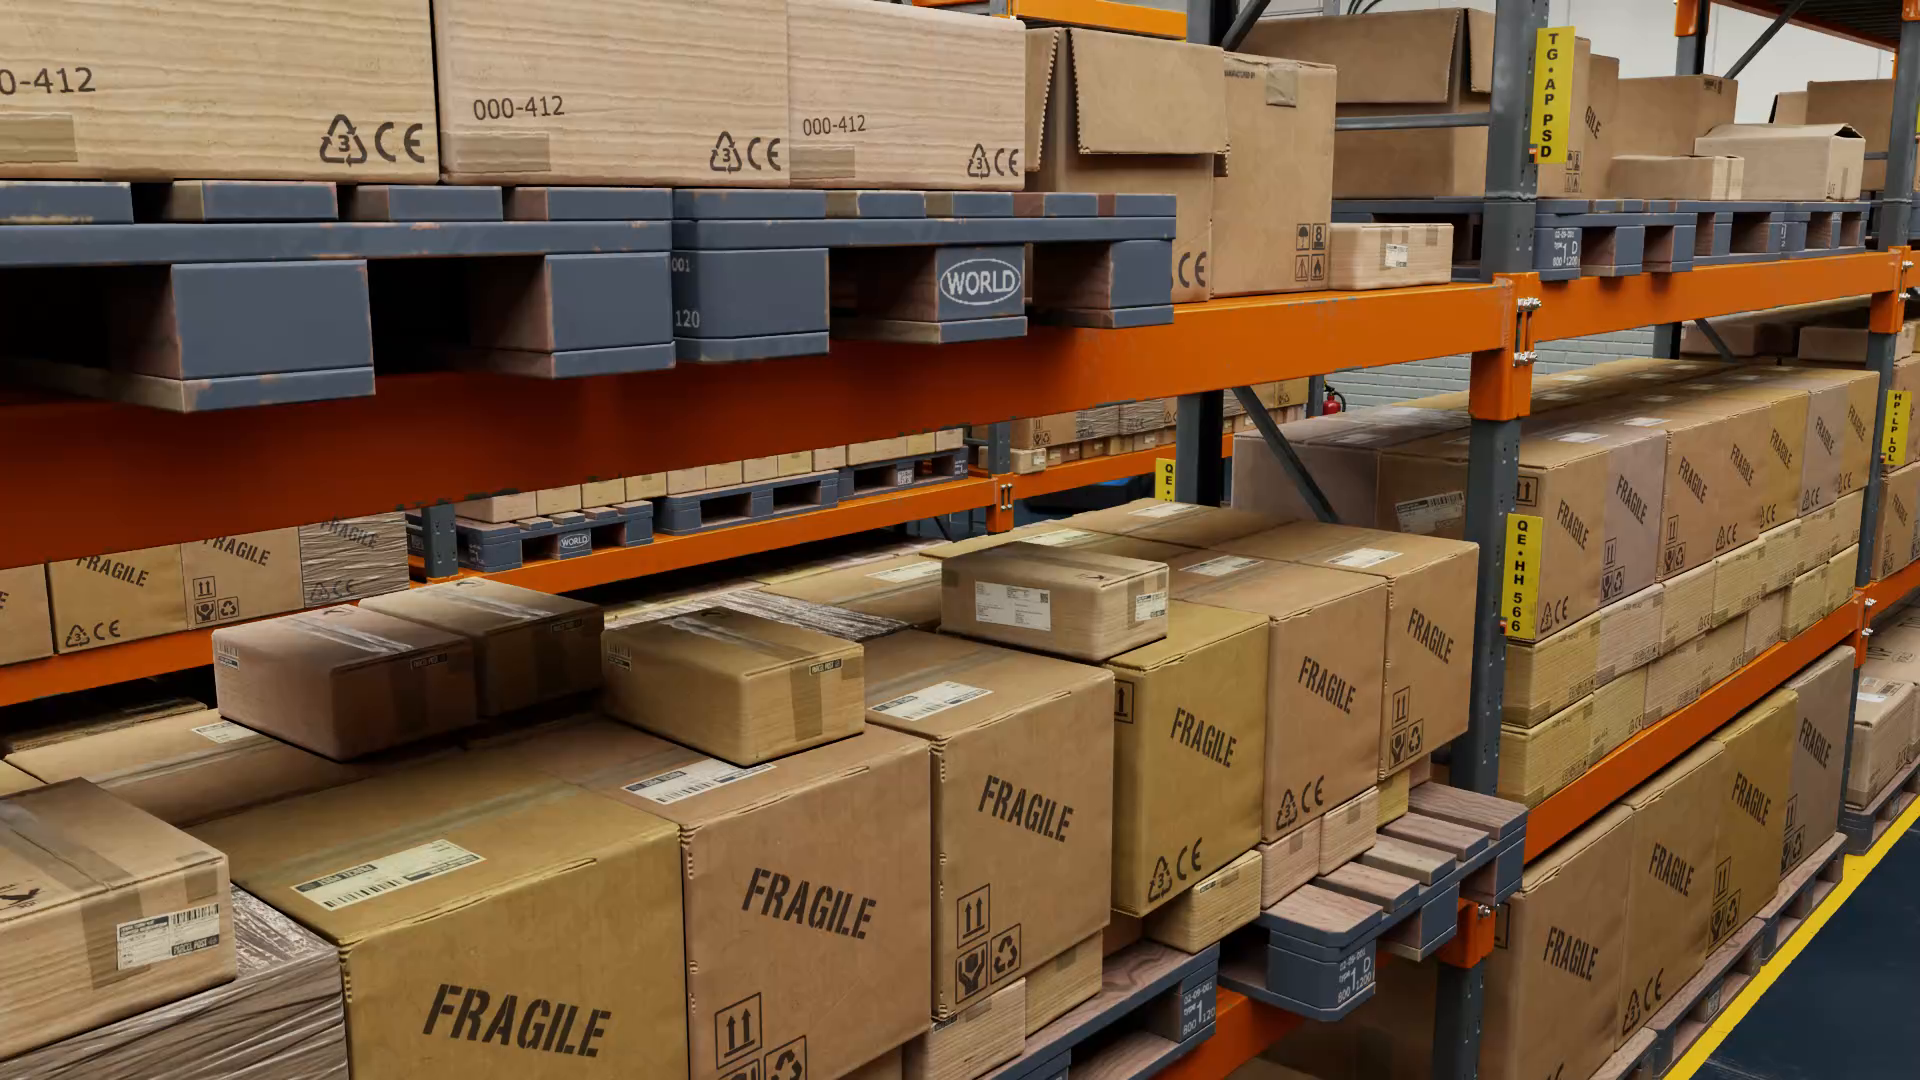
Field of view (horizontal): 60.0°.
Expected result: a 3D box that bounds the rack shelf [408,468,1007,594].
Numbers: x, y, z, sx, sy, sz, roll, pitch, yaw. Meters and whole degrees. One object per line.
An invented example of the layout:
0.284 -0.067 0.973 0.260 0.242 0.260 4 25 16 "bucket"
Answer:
-1.412 -0.011 9.481 1.077 0.370 4.000 10 15 40 "rack shelf"

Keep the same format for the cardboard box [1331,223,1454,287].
1.003 -0.718 4.170 0.380 0.149 0.250 10 15 40 "cardboard box"

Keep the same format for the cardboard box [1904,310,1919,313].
5.116 -1.124 8.757 0.380 0.149 0.250 10 15 41 "cardboard box"

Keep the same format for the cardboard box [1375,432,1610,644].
1.562 -0.024 4.905 0.500 0.500 0.500 9 14 38 "cardboard box"

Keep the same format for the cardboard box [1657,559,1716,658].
2.253 0.194 5.726 0.500 0.250 0.500 10 15 40 "cardboard box"

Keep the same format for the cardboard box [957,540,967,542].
0.087 0.114 11.708 0.380 0.149 0.250 10 15 41 "cardboard box"

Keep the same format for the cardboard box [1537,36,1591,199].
1.564 -1.340 5.315 0.700 0.500 0.500 9 14 38 "cardboard box"

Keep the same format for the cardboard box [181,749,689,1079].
-0.732 0.638 2.310 0.500 0.500 0.500 10 15 41 "cardboard box"

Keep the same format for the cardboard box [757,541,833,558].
-1.127 0.148 10.247 0.500 0.250 0.500 10 15 42 "cardboard box"

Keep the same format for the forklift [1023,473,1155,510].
1.501 -1.973 17.647 1.130 2.935 3.031 3 12 14 "forklift"

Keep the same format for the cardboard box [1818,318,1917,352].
4.391 -0.986 8.062 0.380 0.149 0.250 10 15 40 "cardboard box"

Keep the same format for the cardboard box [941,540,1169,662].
0.185 0.114 3.276 0.380 0.149 0.250 9 14 38 "cardboard box"

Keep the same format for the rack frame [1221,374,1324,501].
2.549 -1.246 13.830 1.000 3.000 0.127 10 15 40 "rack frame"

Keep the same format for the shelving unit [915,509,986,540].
-0.004 -0.734 15.098 0.431 1.500 0.755 10 15 40 "shelving unit"

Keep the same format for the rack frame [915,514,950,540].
-0.246 -0.681 14.829 0.400 1.500 0.023 10 15 40 "rack frame"

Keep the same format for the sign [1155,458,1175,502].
0.634 -0.083 5.051 0.100 0.325 0.005 10 15 40 "sign"

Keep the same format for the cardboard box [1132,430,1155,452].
1.174 -0.734 11.907 0.380 0.149 0.250 11 15 43 "cardboard box"

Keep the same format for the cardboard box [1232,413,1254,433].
2.049 -0.927 12.875 0.380 0.149 0.250 10 15 42 "cardboard box"

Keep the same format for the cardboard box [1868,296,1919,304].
5.772 -1.414 10.208 0.380 0.149 0.250 10 15 42 "cardboard box"

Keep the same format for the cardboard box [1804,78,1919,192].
4.240 -1.867 7.697 0.500 0.500 0.500 10 15 41 "cardboard box"

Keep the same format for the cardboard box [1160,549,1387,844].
0.629 0.336 3.825 0.500 0.500 0.500 9 15 39 "cardboard box"

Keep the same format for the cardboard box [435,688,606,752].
-0.783 0.498 3.012 0.500 0.500 0.500 10 15 42 "cardboard box"

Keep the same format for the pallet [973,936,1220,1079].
-0.223 0.947 3.342 1.003 0.211 1.213 10 15 40 "pallet"

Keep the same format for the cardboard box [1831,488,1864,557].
3.585 -0.108 7.238 0.500 0.250 0.500 10 15 40 "cardboard box"

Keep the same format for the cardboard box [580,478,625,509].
-1.930 -0.271 8.516 0.380 0.149 0.250 11 16 43 "cardboard box"

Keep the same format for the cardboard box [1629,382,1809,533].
2.902 -0.324 6.408 0.500 0.500 0.500 10 15 42 "cardboard box"

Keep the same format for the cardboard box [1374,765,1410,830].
0.891 0.601 4.153 0.380 0.149 0.250 10 15 41 "cardboard box"

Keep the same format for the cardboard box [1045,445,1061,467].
0.456 -0.581 11.144 0.380 0.149 0.250 10 15 42 "cardboard box"

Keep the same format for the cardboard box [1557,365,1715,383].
2.872 -0.466 7.116 0.500 0.500 0.500 10 15 40 "cardboard box"

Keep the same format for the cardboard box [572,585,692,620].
-1.760 0.438 8.792 0.500 0.250 0.500 10 15 40 "cardboard box"

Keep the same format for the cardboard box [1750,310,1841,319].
4.377 -1.118 8.723 0.380 0.149 0.250 10 15 40 "cardboard box"

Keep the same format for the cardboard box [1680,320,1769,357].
3.658 -0.976 8.016 0.380 0.149 0.250 9 15 39 "cardboard box"

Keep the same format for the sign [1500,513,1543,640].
1.467 0.096 4.358 0.100 0.325 0.005 10 15 40 "sign"

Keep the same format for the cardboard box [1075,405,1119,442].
0.746 -0.966 11.416 0.500 0.500 0.500 10 15 40 "cardboard box"

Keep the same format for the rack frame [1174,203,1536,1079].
1.053 0.556 4.808 1.000 3.000 0.127 10 15 40 "rack frame"

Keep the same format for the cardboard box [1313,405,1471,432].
1.530 -0.170 5.633 0.500 0.500 0.500 10 15 41 "cardboard box"

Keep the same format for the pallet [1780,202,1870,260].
3.125 -1.268 6.772 0.805 0.209 1.217 9 14 38 "pallet"

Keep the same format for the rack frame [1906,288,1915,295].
6.334 -0.621 10.701 1.000 3.000 0.127 10 15 40 "rack frame"

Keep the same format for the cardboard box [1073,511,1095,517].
1.094 -0.116 12.862 0.380 0.149 0.250 10 15 41 "cardboard box"

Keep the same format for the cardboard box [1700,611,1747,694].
2.565 0.363 6.158 0.500 0.250 0.500 10 15 40 "cardboard box"

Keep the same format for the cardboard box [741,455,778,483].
-1.238 -0.425 9.289 0.380 0.149 0.250 9 14 39 "cardboard box"

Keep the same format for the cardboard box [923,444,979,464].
-0.079 -0.607 11.270 0.380 0.149 0.250 10 15 40 "cardboard box"

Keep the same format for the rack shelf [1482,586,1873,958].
2.373 0.615 6.351 1.077 0.370 4.000 10 15 40 "rack shelf"

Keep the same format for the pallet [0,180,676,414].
-1.100 -0.311 1.972 1.213 0.211 1.003 10 15 40 "pallet"

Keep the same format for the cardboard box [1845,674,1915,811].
4.189 0.940 8.357 0.875 0.438 0.875 9 15 40 "cardboard box"

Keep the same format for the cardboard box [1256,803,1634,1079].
1.572 1.301 5.430 0.875 0.875 0.875 10 15 40 "cardboard box"

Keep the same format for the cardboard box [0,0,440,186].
-0.900 -0.493 1.712 0.500 0.250 0.500 9 15 39 "cardboard box"

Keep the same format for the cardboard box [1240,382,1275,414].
2.102 -1.266 12.918 0.500 0.500 0.500 9 15 39 "cardboard box"

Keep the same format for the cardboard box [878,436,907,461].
-0.542 -0.582 10.073 0.380 0.149 0.250 10 15 40 "cardboard box"

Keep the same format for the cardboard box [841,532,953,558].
-0.393 0.137 10.302 0.500 0.250 0.500 9 15 39 "cardboard box"

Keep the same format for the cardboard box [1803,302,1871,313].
5.024 -1.273 9.501 0.380 0.149 0.250 10 15 41 "cardboard box"

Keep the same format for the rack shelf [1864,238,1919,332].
5.014 -1.445 9.004 1.077 0.370 4.000 10 15 40 "rack shelf"

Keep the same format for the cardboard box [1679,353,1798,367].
3.798 -0.677 8.173 0.500 0.500 0.500 10 15 40 "cardboard box"

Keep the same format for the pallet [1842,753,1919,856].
4.254 1.233 8.537 1.003 0.211 1.213 10 15 40 "pallet"

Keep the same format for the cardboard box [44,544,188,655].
-3.488 0.130 6.687 0.500 0.500 0.500 9 15 39 "cardboard box"

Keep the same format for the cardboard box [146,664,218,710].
-3.201 0.906 7.726 1.050 0.750 0.750 10 15 40 "cardboard box"

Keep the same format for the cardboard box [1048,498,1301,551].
0.582 0.191 4.546 0.500 0.500 0.500 9 15 39 "cardboard box"

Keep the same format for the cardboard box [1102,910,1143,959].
0.154 0.743 3.443 0.380 0.149 0.250 10 15 41 "cardboard box"
